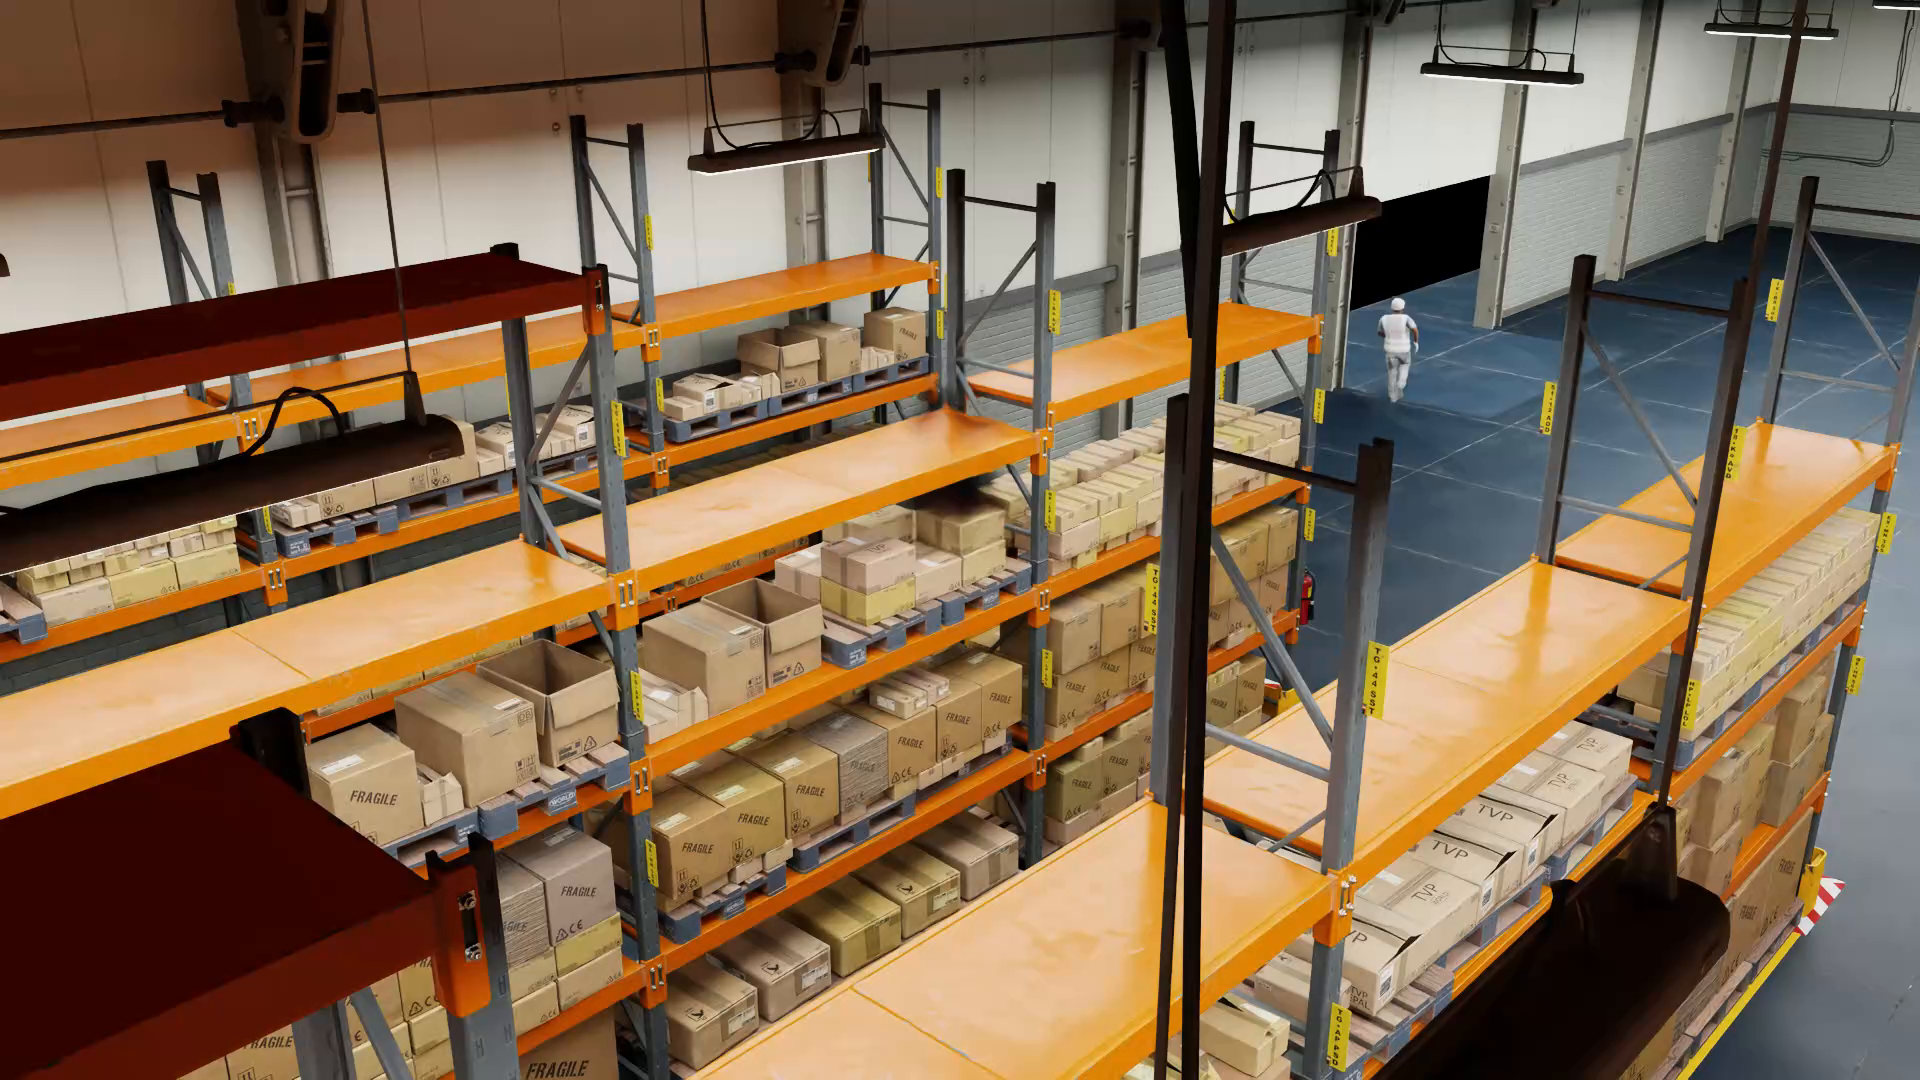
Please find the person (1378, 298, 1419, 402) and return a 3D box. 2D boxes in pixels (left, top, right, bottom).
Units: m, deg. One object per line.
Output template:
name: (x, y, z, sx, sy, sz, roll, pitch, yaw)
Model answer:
person: (7.334, -3.213, 27.874, 0.685, 1.722, 0.614, 7, 22, 18)
